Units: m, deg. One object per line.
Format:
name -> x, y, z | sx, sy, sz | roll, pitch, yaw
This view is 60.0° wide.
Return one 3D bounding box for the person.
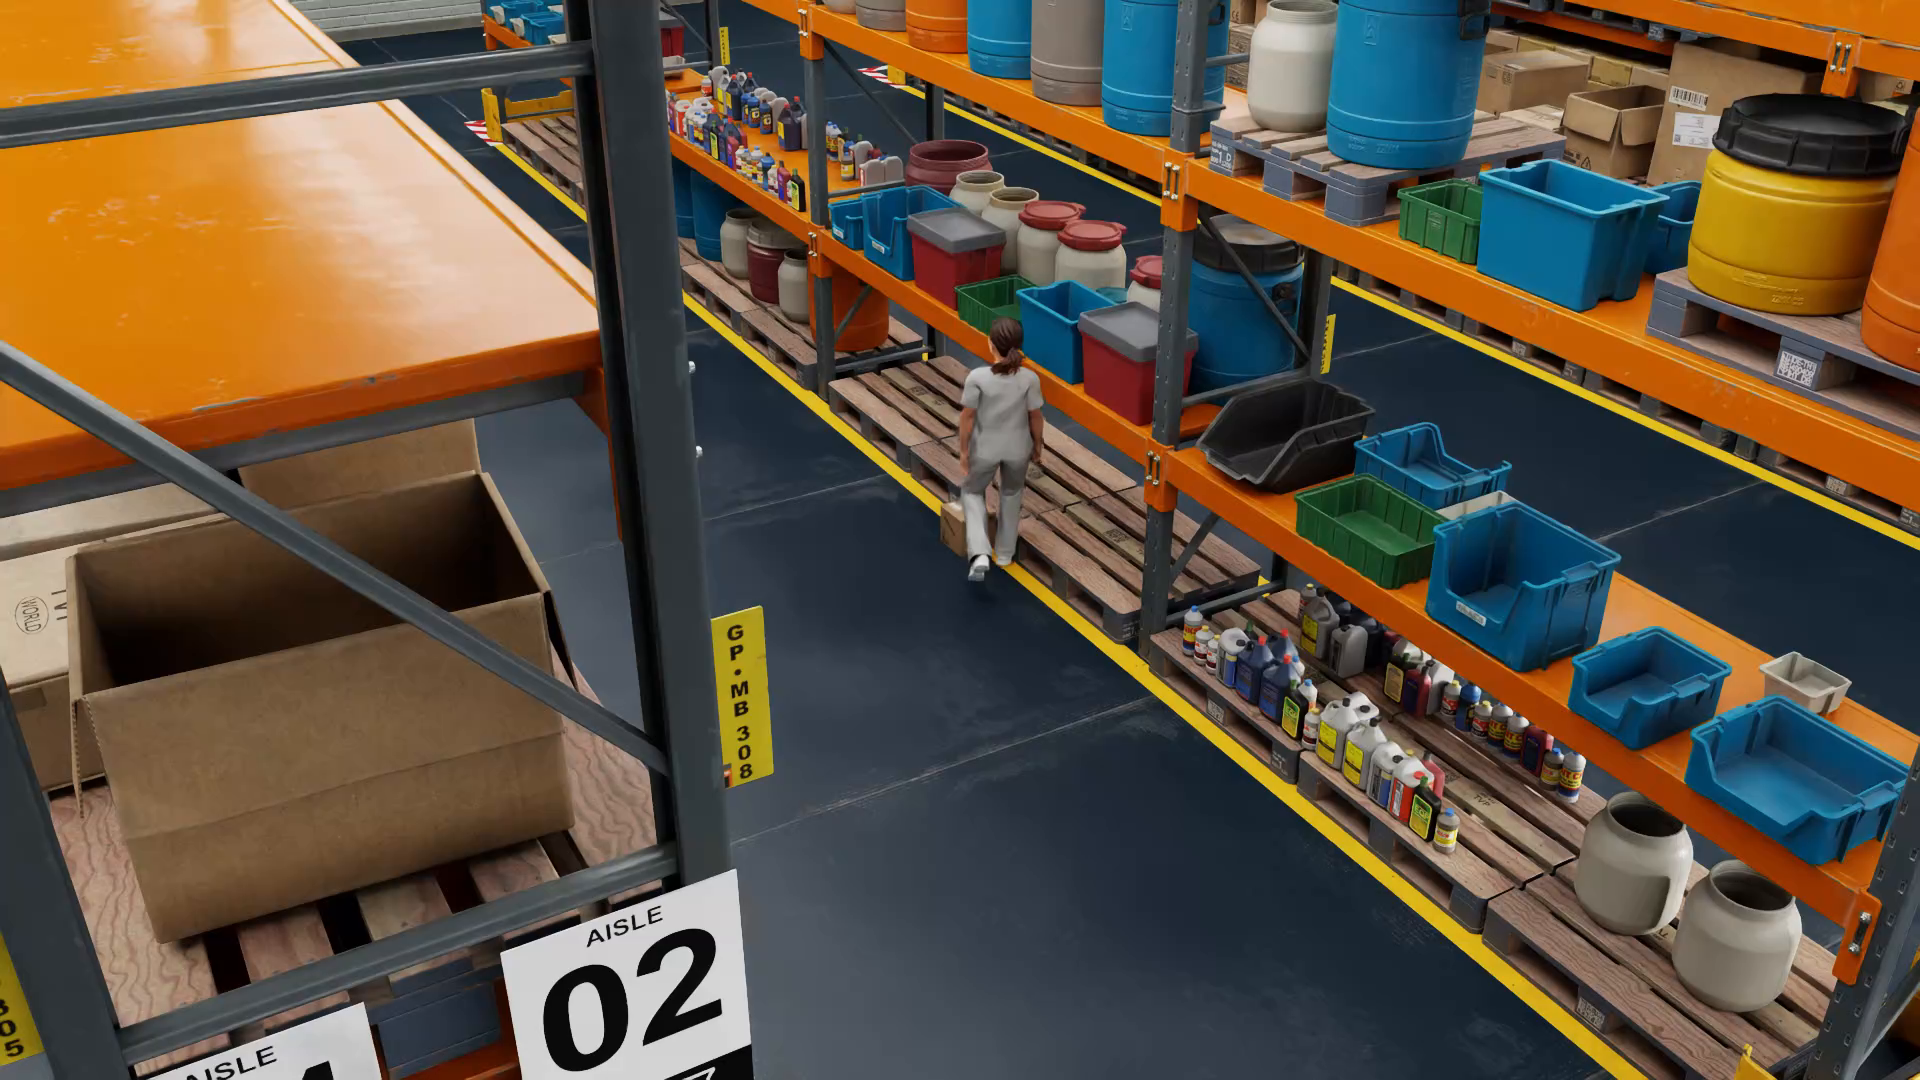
person -> 0.230, -0.534, 9.478 | 0.479, 1.627, 0.651 | -1, 29, -1
